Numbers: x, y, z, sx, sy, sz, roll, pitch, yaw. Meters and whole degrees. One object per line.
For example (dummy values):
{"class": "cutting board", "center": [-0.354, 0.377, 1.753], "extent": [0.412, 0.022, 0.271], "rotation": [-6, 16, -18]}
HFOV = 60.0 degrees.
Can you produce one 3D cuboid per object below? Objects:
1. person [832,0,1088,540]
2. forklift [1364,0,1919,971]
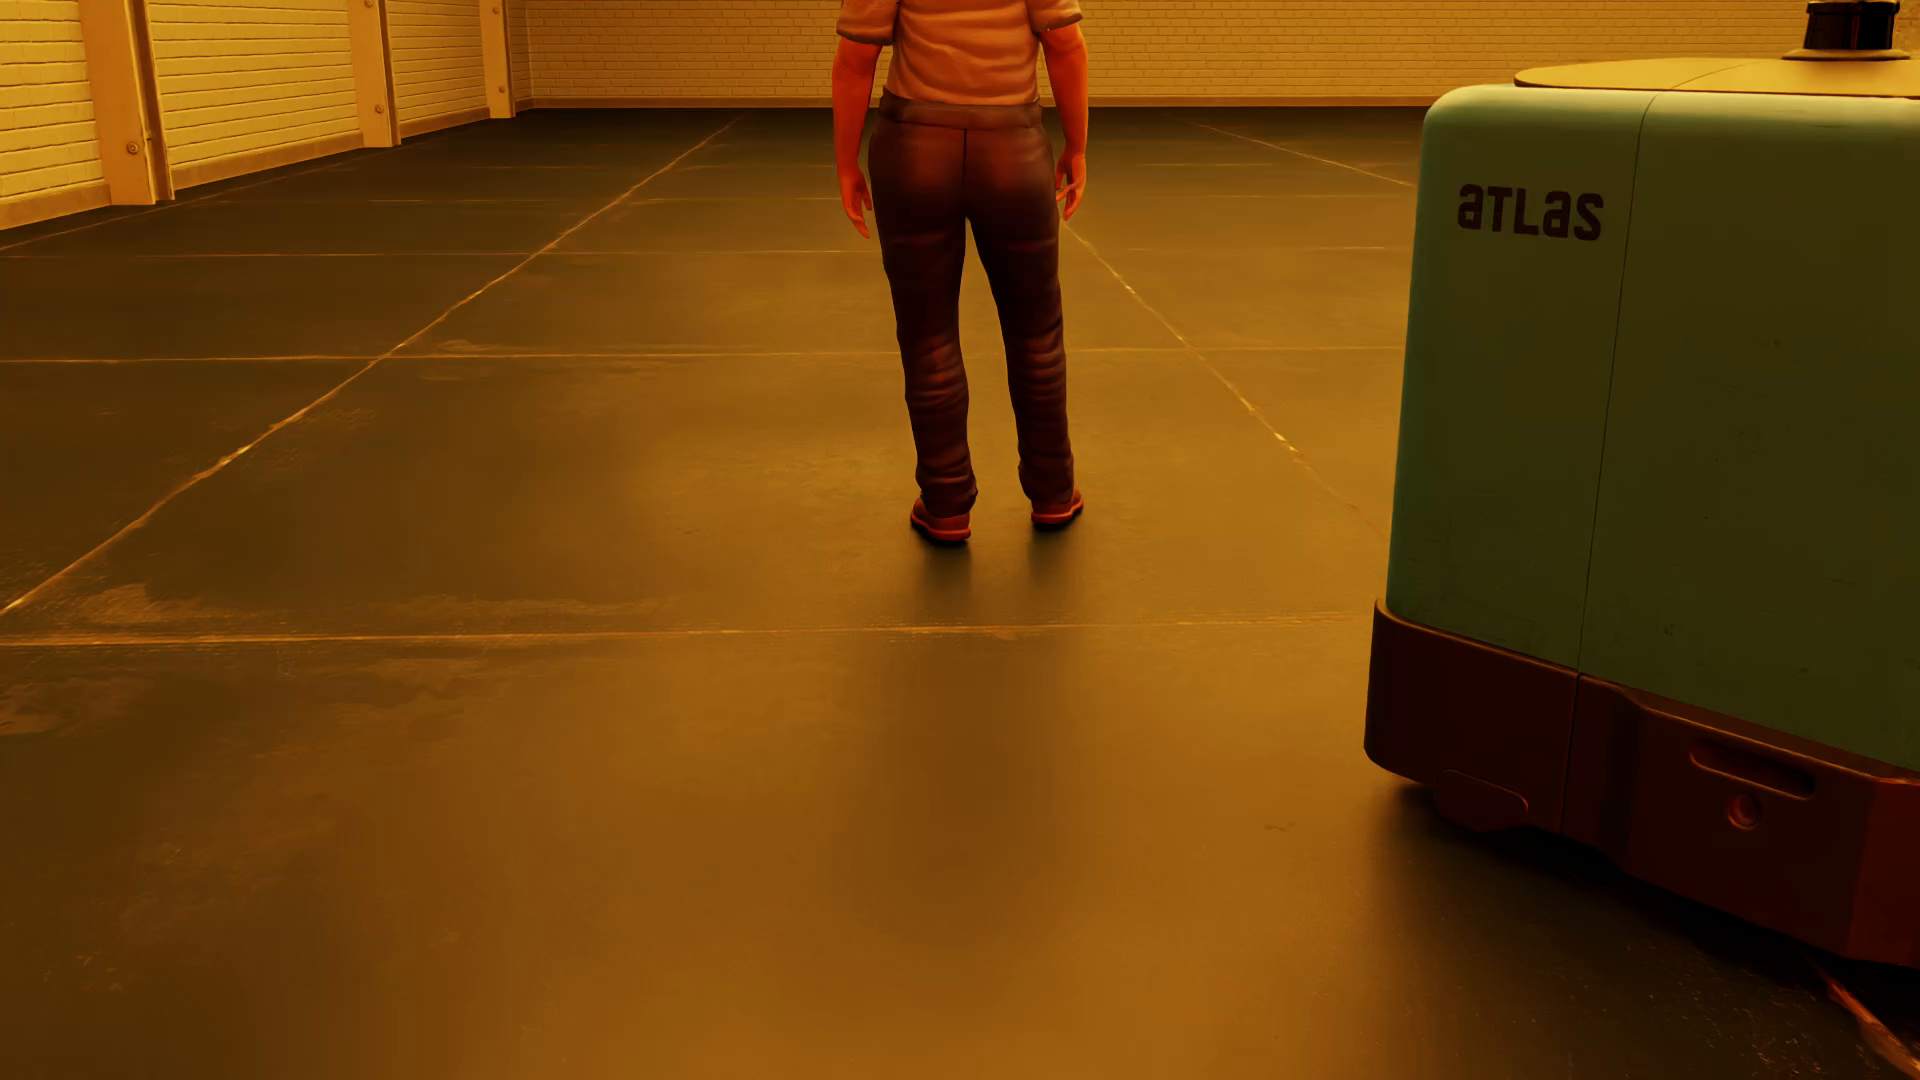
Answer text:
{"class": "person", "center": [0.018, -0.815, 3.763], "extent": [0.599, 1.638, 0.503], "rotation": [-1, 17, -3]}
{"class": "forklift", "center": [1.981, -0.772, 1.431], "extent": [1.130, 2.935, 3.031], "rotation": [-14, 22, -39]}
